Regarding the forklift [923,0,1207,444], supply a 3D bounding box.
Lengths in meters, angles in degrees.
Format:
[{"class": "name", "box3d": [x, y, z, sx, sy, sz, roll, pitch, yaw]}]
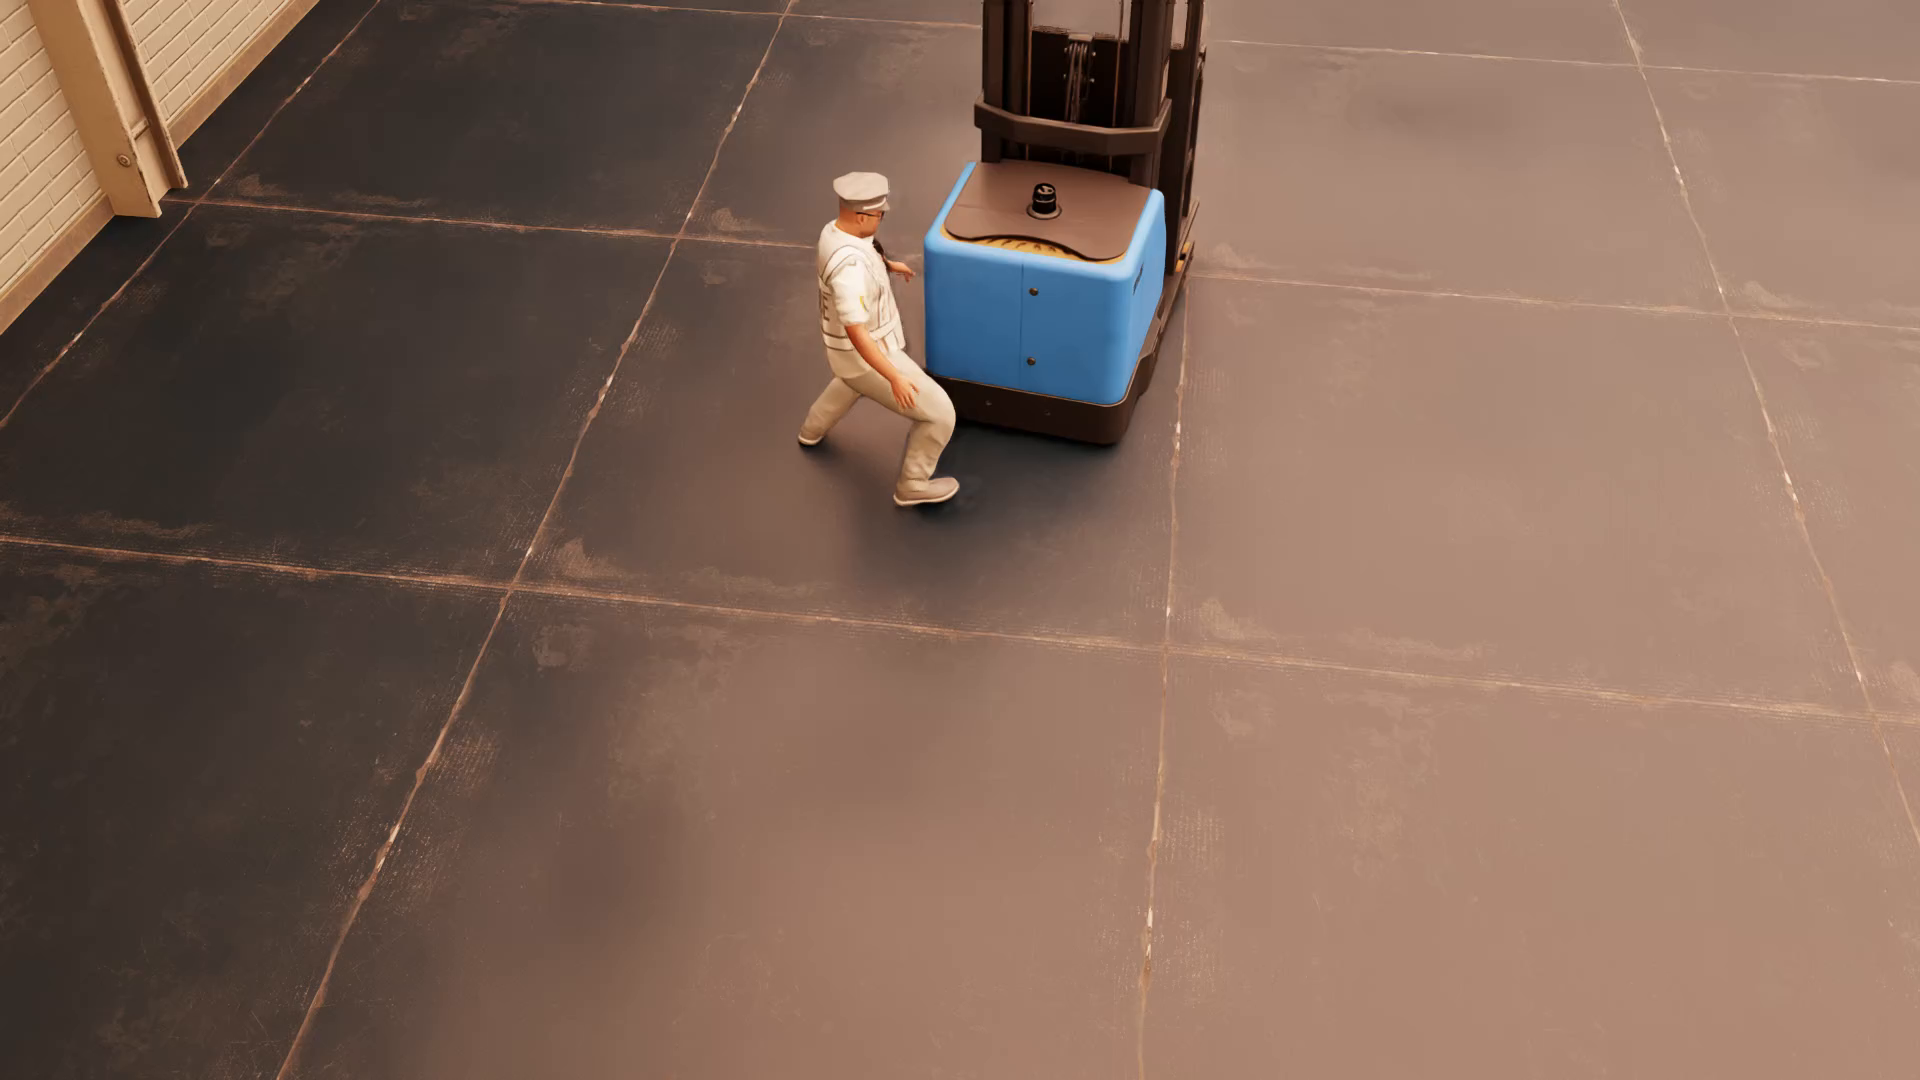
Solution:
[{"class": "forklift", "box3d": [0.718, -2.570, 8.522, 1.130, 2.935, 3.031, 11, 44, 12]}]

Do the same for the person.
[{"class": "person", "box3d": [-0.421, -0.973, 7.796, 0.722, 1.628, 0.971, -7, 43, -7]}]
